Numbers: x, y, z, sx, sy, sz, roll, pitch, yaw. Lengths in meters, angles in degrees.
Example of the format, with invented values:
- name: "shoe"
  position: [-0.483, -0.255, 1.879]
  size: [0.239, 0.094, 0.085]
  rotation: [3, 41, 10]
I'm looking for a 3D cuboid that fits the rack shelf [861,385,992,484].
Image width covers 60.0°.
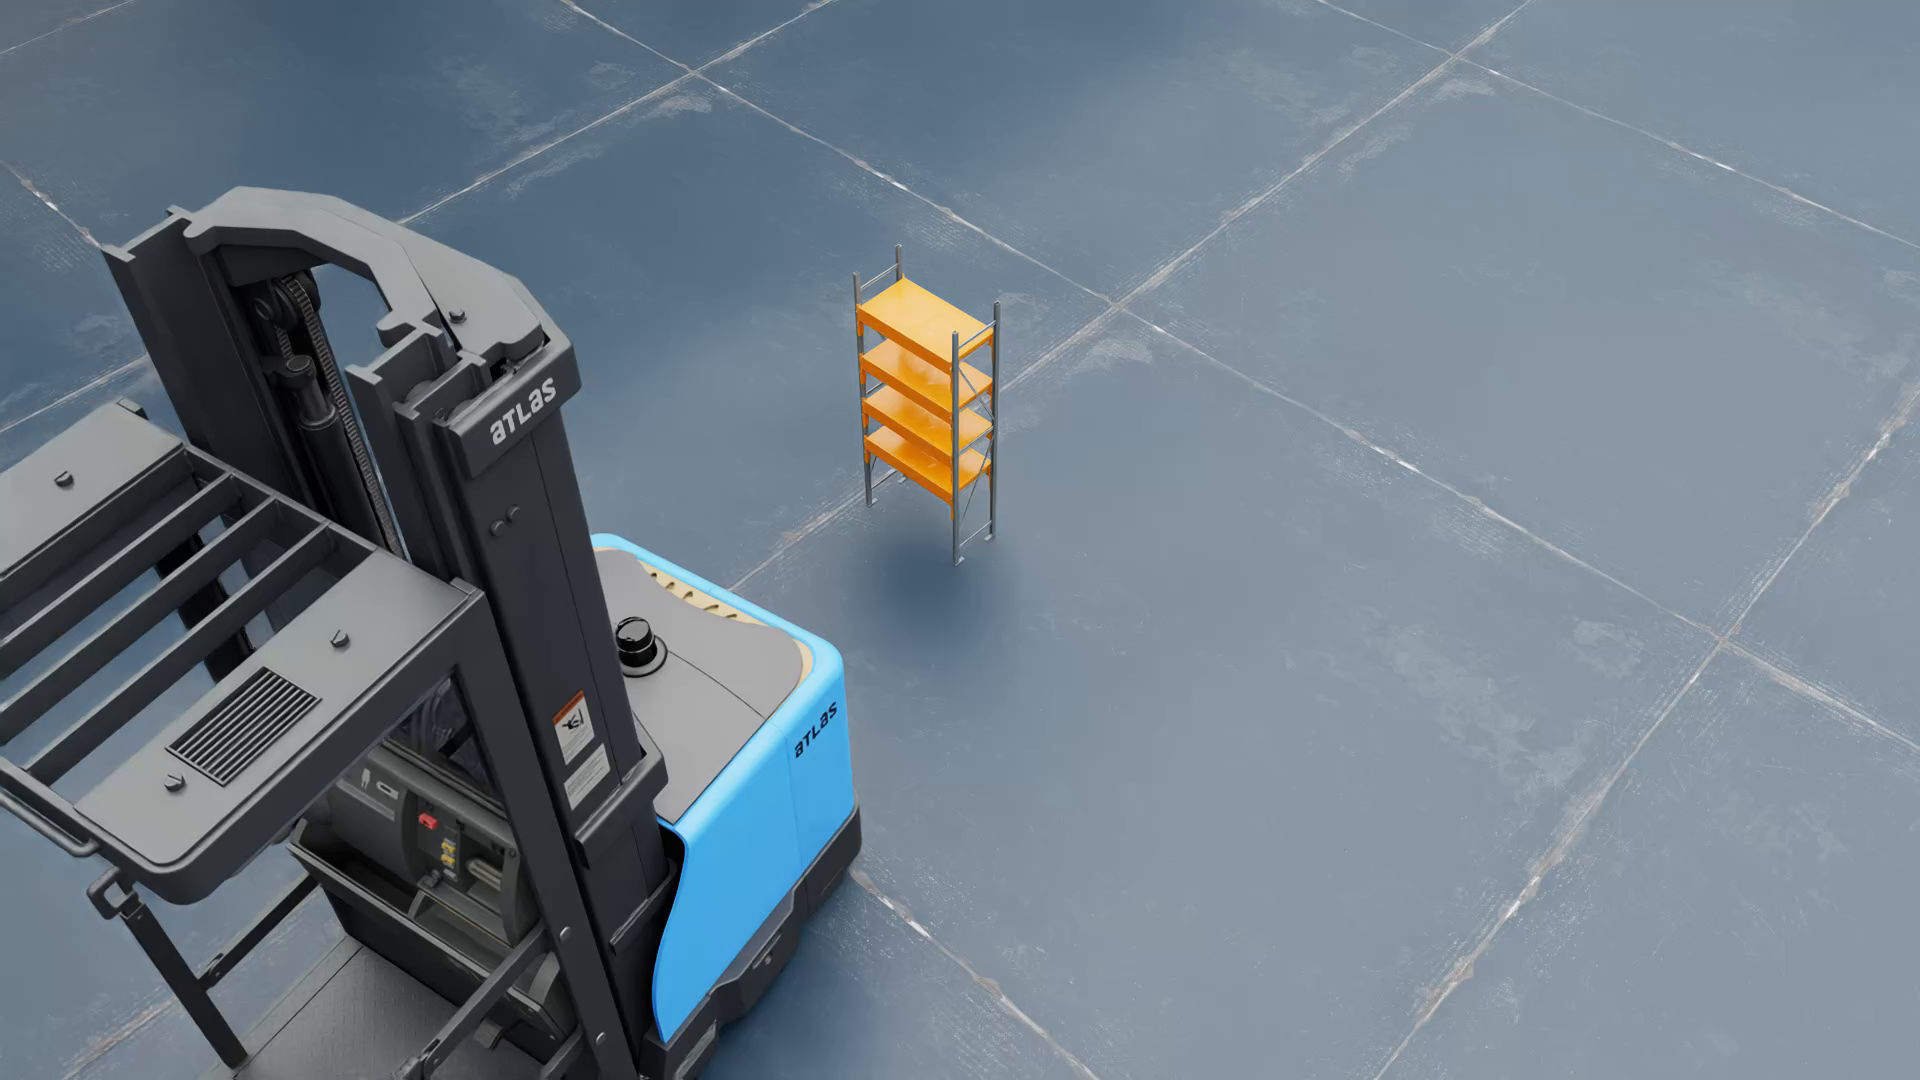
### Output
- name: "rack shelf"
  position: [-0.122, -0.446, 6.438]
  size: [0.480, 0.148, 0.258]
  rotation: [34, 55, 28]

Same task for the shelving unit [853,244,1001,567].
- name: "shelving unit"
  position: [-0.122, -0.493, 6.389]
  size: [0.503, 1.200, 0.258]
  rotation: [34, 55, 28]

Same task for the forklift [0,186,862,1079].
- name: "forklift"
  position: [-1.547, 0.783, 4.005]
  size: [1.130, 2.935, 3.031]
  rotation: [25, 52, 21]

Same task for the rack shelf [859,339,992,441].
- name: "rack shelf"
  position: [-0.122, -0.600, 6.275]
  size: [0.480, 0.148, 0.258]
  rotation: [34, 55, 28]

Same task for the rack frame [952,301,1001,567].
- name: "rack frame"
  position: [0.058, -0.372, 6.276]
  size: [0.015, 1.200, 0.240]
  rotation: [34, 55, 28]

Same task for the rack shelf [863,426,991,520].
- name: "rack shelf"
  position: [-0.122, -0.311, 6.583]
  size: [0.480, 0.148, 0.258]
  rotation: [34, 55, 28]

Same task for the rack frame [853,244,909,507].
- name: "rack frame"
  position: [-0.301, -0.613, 6.503]
  size: [0.015, 1.200, 0.240]
  rotation: [34, 55, 28]

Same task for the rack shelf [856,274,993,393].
- name: "rack shelf"
  position: [-0.122, -0.762, 6.103]
  size: [0.480, 0.148, 0.258]
  rotation: [34, 55, 28]
